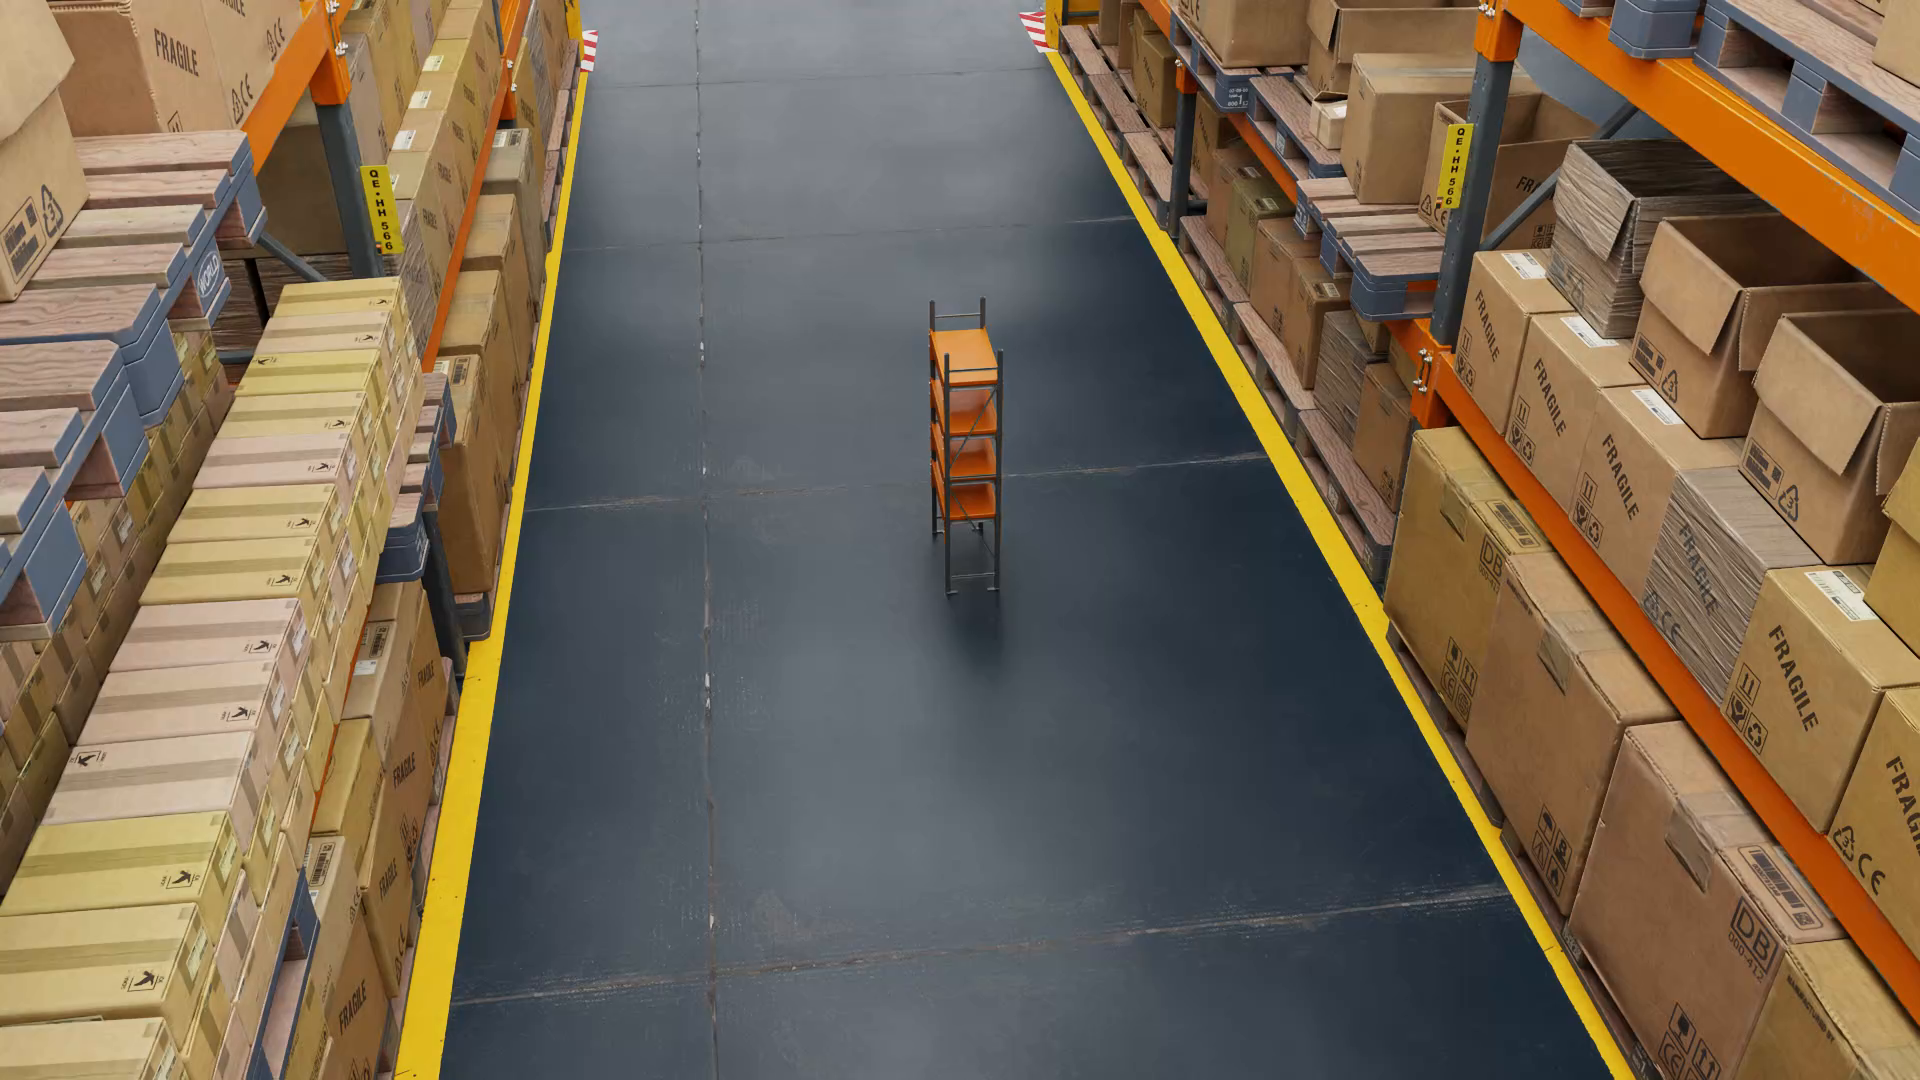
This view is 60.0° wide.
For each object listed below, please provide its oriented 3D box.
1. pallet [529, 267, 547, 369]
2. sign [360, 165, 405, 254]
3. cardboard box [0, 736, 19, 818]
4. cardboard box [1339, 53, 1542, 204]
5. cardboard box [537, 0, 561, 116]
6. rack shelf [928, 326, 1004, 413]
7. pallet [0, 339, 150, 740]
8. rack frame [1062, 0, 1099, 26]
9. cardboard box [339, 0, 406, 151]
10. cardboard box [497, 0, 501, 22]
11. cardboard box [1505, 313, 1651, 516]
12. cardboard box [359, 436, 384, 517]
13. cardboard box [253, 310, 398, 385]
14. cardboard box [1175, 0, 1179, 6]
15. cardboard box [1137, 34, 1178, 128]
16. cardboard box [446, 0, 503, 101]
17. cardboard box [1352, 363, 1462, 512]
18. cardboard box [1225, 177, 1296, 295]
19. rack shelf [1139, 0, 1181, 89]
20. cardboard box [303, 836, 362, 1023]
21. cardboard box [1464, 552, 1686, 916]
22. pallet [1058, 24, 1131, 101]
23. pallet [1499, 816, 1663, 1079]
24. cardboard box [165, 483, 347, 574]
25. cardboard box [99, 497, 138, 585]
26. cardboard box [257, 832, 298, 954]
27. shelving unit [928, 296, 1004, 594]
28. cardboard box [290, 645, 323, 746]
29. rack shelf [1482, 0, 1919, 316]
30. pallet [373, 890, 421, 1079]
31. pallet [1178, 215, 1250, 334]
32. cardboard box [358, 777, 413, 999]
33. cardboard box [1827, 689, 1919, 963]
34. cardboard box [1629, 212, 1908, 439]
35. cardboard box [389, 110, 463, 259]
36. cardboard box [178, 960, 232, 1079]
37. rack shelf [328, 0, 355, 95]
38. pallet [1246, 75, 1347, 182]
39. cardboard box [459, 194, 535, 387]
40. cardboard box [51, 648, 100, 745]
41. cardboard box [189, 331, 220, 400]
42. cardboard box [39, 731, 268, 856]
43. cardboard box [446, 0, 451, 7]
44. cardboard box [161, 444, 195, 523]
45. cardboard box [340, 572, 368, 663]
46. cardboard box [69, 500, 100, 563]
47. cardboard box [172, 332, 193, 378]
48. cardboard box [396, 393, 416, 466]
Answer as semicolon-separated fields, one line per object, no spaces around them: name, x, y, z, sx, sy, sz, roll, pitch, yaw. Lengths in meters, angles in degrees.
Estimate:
pallet;-2.920;-1.317;9.495;1.003;0.211;1.213;-4;35;-6
sign;-2.024;-1.154;5.822;0.100;0.325;0.005;-4;35;-6
cardboard box;-2.414;0.587;3.810;0.380;0.149;0.250;-6;35;-9
cardboard box;2.081;-1.798;7.263;0.700;0.500;0.500;0;34;1
cardboard box;-3.360;-3.557;11.820;0.875;0.875;0.875;-5;35;-7
rack shelf;0.022;-0.728;7.055;0.258;0.148;0.480;-4;35;-6
pallet;-2.000;0.056;2.508;1.213;0.211;1.003;-4;35;-6
rack frame;1.292;-5.445;13.077;1.000;3.000;0.127;-4;35;-6
cardboard box;-2.752;-1.936;6.950;0.700;0.500;0.500;-5;35;-7
cardboard box;-3.160;-3.161;9.591;0.875;0.550;0.550;-4;35;-6
cardboard box;2.235;-0.443;5.648;0.500;0.500;0.500;-5;35;-8
cardboard box;-1.934;-0.178;4.934;0.380;0.149;0.250;-4;35;-6
cardboard box;-2.009;-0.598;5.286;0.380;0.149;0.250;-5;35;-7
cardboard box;1.510;-3.207;10.016;0.380;0.149;0.250;-4;35;-6
cardboard box;1.570;-3.240;11.687;0.500;0.500;0.500;-7;35;-11
cardboard box;-2.764;-2.664;8.907;0.500;0.500;0.500;-5;35;-7
cardboard box;2.258;-0.502;7.652;0.700;0.500;0.500;-6;35;-9
cardboard box;1.937;-1.750;9.484;0.700;0.500;0.500;-5;35;-7
rack shelf;1.561;-4.032;11.642;1.077;0.370;4.000;-4;35;-6
cardboard box;-1.999;1.106;4.645;0.500;0.250;0.500;-3;34;-5
cardboard box;2.552;0.608;5.708;1.225;0.875;0.875;-4;35;-6
pallet;1.376;-3.795;13.131;1.003;0.211;1.213;-4;35;-6
pallet;2.560;1.296;5.661;1.003;0.211;1.213;-4;35;-6
cardboard box;-1.869;-0.017;4.433;0.380;0.149;0.250;-3;34;-4
cardboard box;-2.550;0.010;4.657;0.380;0.149;0.250;-4;35;-6
cardboard box;-1.725;0.812;3.745;0.380;0.149;0.250;-4;34;-6
shelving unit;0.022;-0.403;7.277;0.258;1.200;0.503;-4;35;-6
cardboard box;-1.801;0.391;4.098;0.380;0.149;0.250;-5;35;-7
rack shelf;2.637;-0.807;4.246;1.077;0.370;4.000;-4;35;-6
pallet;-2.296;1.606;5.206;1.003;0.211;1.213;-4;35;-6
pallet;1.936;-1.627;9.949;1.003;0.211;1.213;-4;35;-6
cardboard box;-2.060;1.129;5.277;0.500;0.500;0.500;-6;35;-9
cardboard box;2.513;0.693;3.981;0.500;0.500;0.500;-3;34;-5
cardboard box;2.535;-0.664;5.081;0.797;0.503;0.637;-4;34;-5
cardboard box;-2.492;-1.539;7.256;0.500;0.500;0.500;-4;35;-6
cardboard box;-1.657;0.979;3.237;0.380;0.149;0.250;-5;35;-7
rack shelf;-2.830;-2.720;7.053;1.077;0.370;4.000;-4;35;-6
pallet;2.061;-2.003;8.196;1.003;0.211;1.213;-4;35;-6
cardboard box;-2.800;-1.260;8.560;1.050;0.750;0.750;-4;35;-6
cardboard box;-2.487;0.418;4.322;0.380;0.149;0.250;-5;35;-8
cardboard box;-2.695;-0.570;5.508;0.380;0.149;0.250;-3;34;-4
cardboard box;-1.727;0.562;3.583;0.380;0.149;0.250;-5;35;-7
cardboard box;-3.026;-3.072;8.617;0.700;0.500;0.500;-5;35;-7
cardboard box;-2.628;-0.166;5.181;0.380;0.149;0.250;-3;34;-4
cardboard box;-1.872;0.225;4.606;0.380;0.149;0.250;-3;34;-5
cardboard box;-2.512;0.029;4.366;0.380;0.149;0.250;-3;34;-5
cardboard box;-2.652;-0.555;5.223;0.380;0.149;0.250;-5;35;-8
cardboard box;-2.007;-0.352;5.454;0.380;0.149;0.250;-4;35;-7
